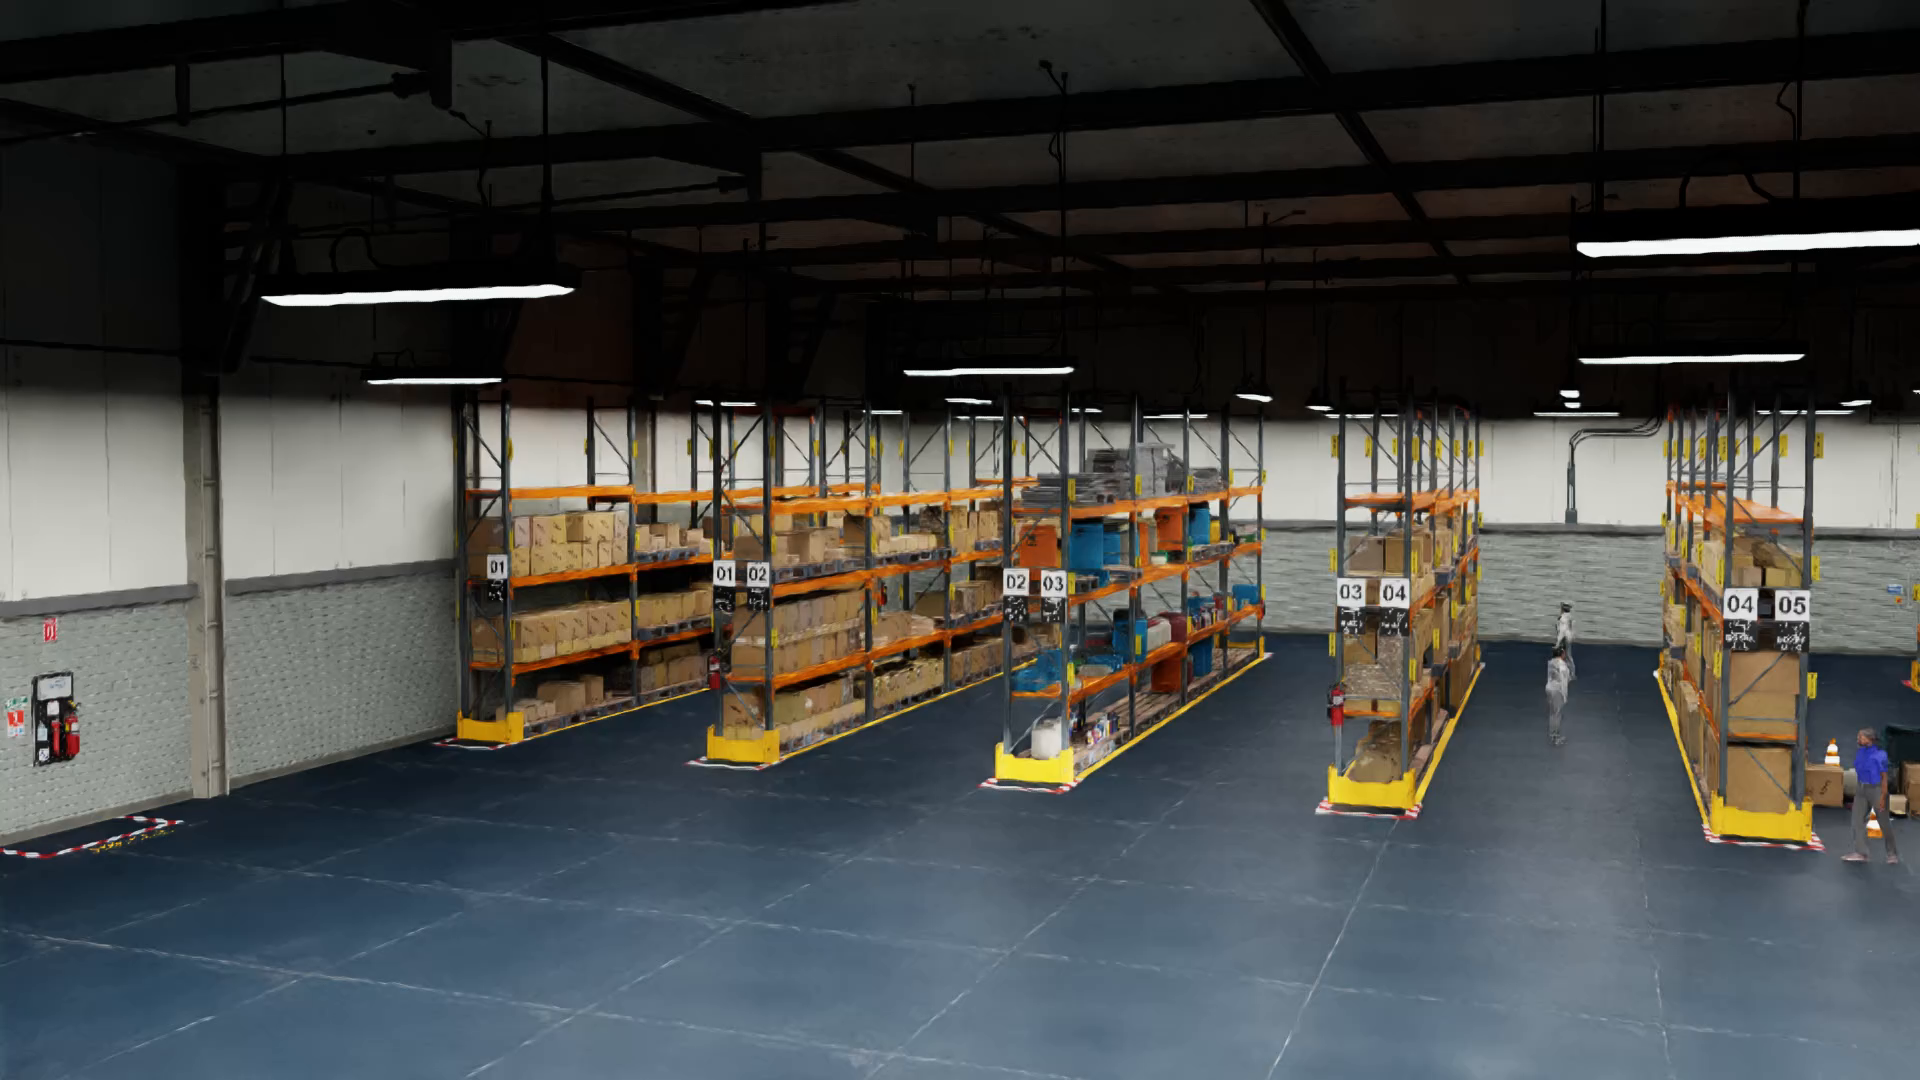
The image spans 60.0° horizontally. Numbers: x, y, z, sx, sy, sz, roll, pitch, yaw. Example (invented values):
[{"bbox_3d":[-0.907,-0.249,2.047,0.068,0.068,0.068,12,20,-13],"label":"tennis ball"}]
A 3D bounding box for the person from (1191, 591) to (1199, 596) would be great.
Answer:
[{"bbox_3d":[5.353,2.013,38.336,0.585,1.706,0.673,2,4,35],"label":"person"}]

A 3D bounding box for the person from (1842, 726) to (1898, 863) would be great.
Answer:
[{"bbox_3d":[11.063,3.076,20.122,0.555,1.652,0.514,-1,3,-15],"label":"person"}]

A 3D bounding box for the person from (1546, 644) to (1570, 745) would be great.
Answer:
[{"bbox_3d":[10.151,2.598,28.154,0.433,1.684,0.553,0,3,-7],"label":"person"}]

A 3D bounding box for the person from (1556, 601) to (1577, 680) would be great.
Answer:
[{"bbox_3d":[13.150,2.185,36.013,0.445,1.702,0.509,2,4,34],"label":"person"}]
